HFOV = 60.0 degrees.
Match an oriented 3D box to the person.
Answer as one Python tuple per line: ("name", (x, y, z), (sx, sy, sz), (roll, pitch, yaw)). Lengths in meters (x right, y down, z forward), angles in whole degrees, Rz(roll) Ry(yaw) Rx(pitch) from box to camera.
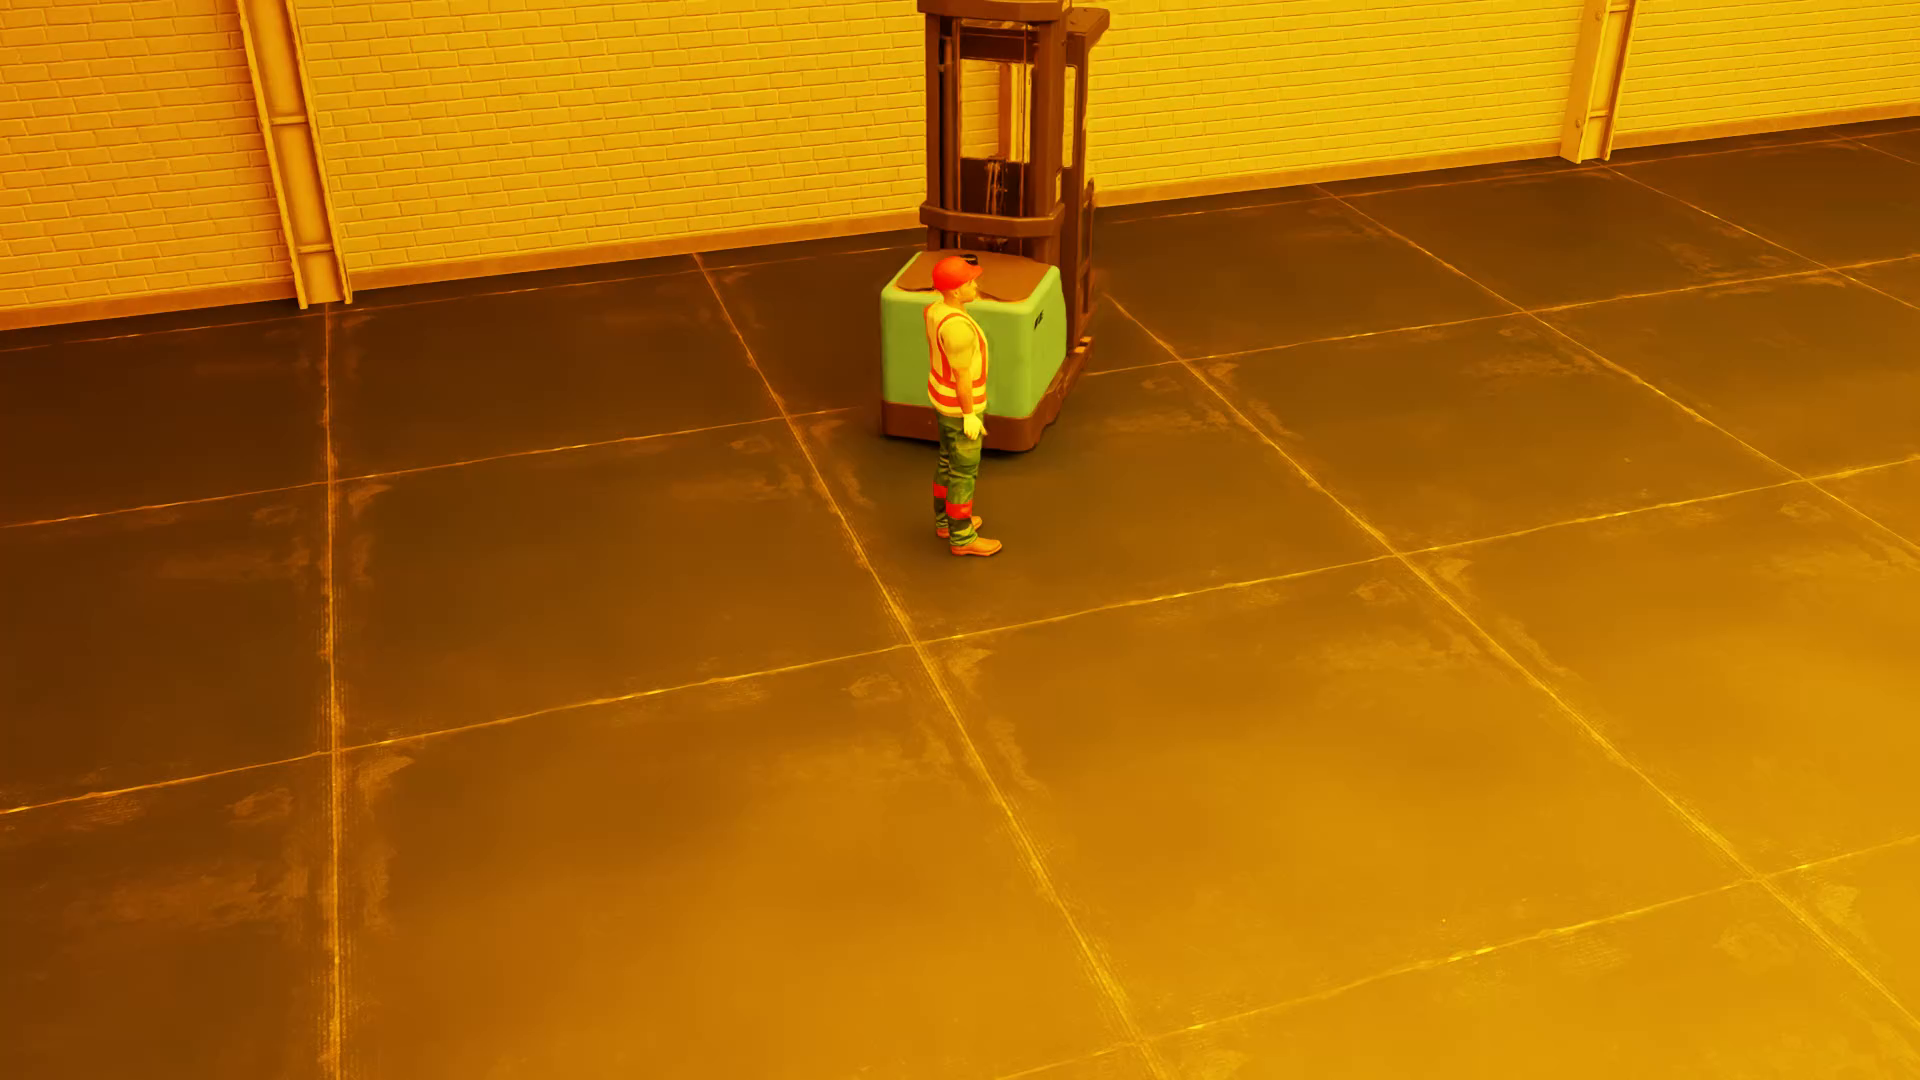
("person", (0.007, -0.782, 9.591), (0.369, 1.795, 0.536), (-10, 31, -16))

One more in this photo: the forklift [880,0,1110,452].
("forklift", (0.375, -2.571, 11.556), (1.130, 2.935, 3.031), (8, 31, 14))
